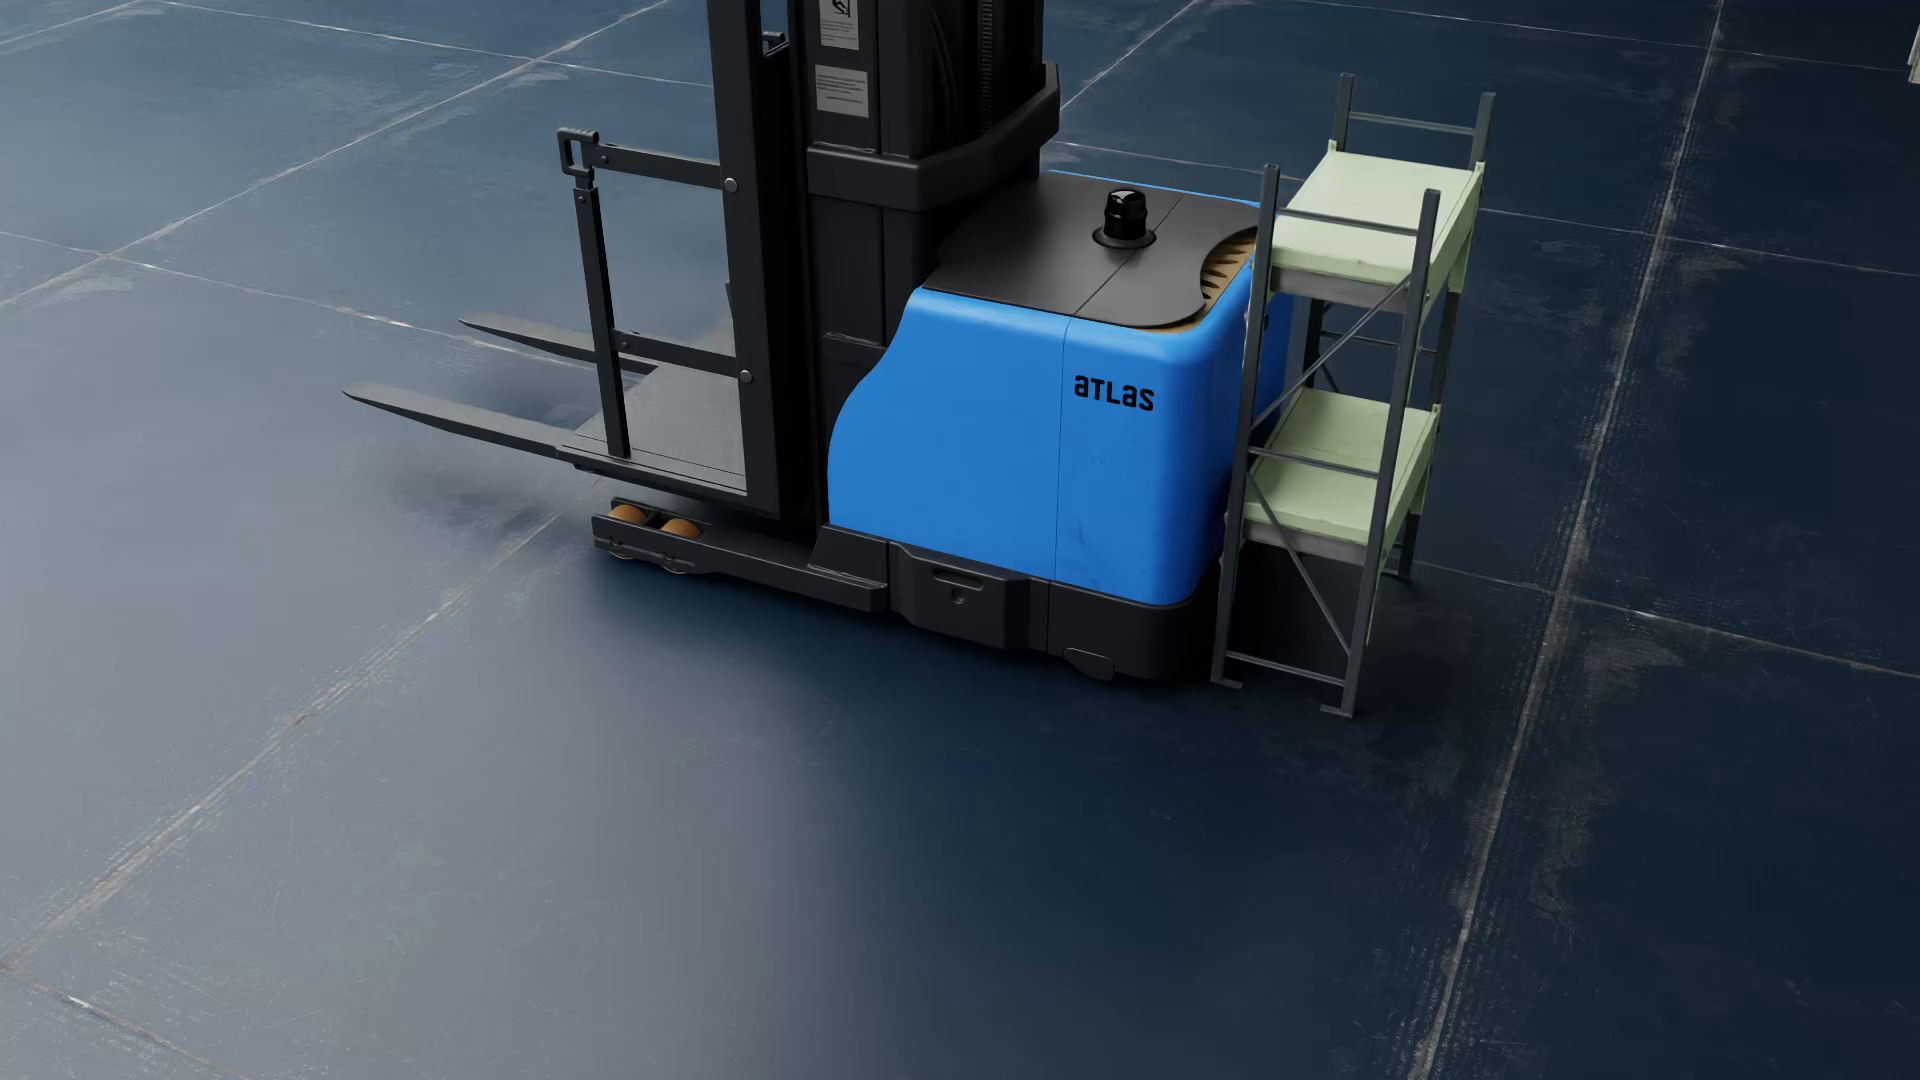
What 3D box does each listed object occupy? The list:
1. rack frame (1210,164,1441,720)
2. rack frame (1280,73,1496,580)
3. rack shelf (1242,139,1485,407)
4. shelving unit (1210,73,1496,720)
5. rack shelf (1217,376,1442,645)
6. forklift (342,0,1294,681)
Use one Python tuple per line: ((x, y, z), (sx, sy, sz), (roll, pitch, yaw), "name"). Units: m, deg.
((0.885, -0.191, 4.174), (0.400, 1.500, 0.023), (14, 36, 20), "rack frame")
((1.187, -0.557, 4.731), (0.400, 1.500, 0.023), (14, 36, 20), "rack frame")
((1.036, -0.700, 4.238), (0.431, 0.370, 0.720), (14, 36, 20), "rack shelf")
((1.036, -0.374, 4.452), (0.431, 1.500, 0.755), (14, 36, 20), "shelving unit")
((1.036, -0.101, 4.631), (0.431, 0.370, 0.720), (14, 36, 20), "rack shelf")
((-0.574, -1.369, 4.664), (3.031, 2.935, 1.130), (14, 36, 20), "forklift")
